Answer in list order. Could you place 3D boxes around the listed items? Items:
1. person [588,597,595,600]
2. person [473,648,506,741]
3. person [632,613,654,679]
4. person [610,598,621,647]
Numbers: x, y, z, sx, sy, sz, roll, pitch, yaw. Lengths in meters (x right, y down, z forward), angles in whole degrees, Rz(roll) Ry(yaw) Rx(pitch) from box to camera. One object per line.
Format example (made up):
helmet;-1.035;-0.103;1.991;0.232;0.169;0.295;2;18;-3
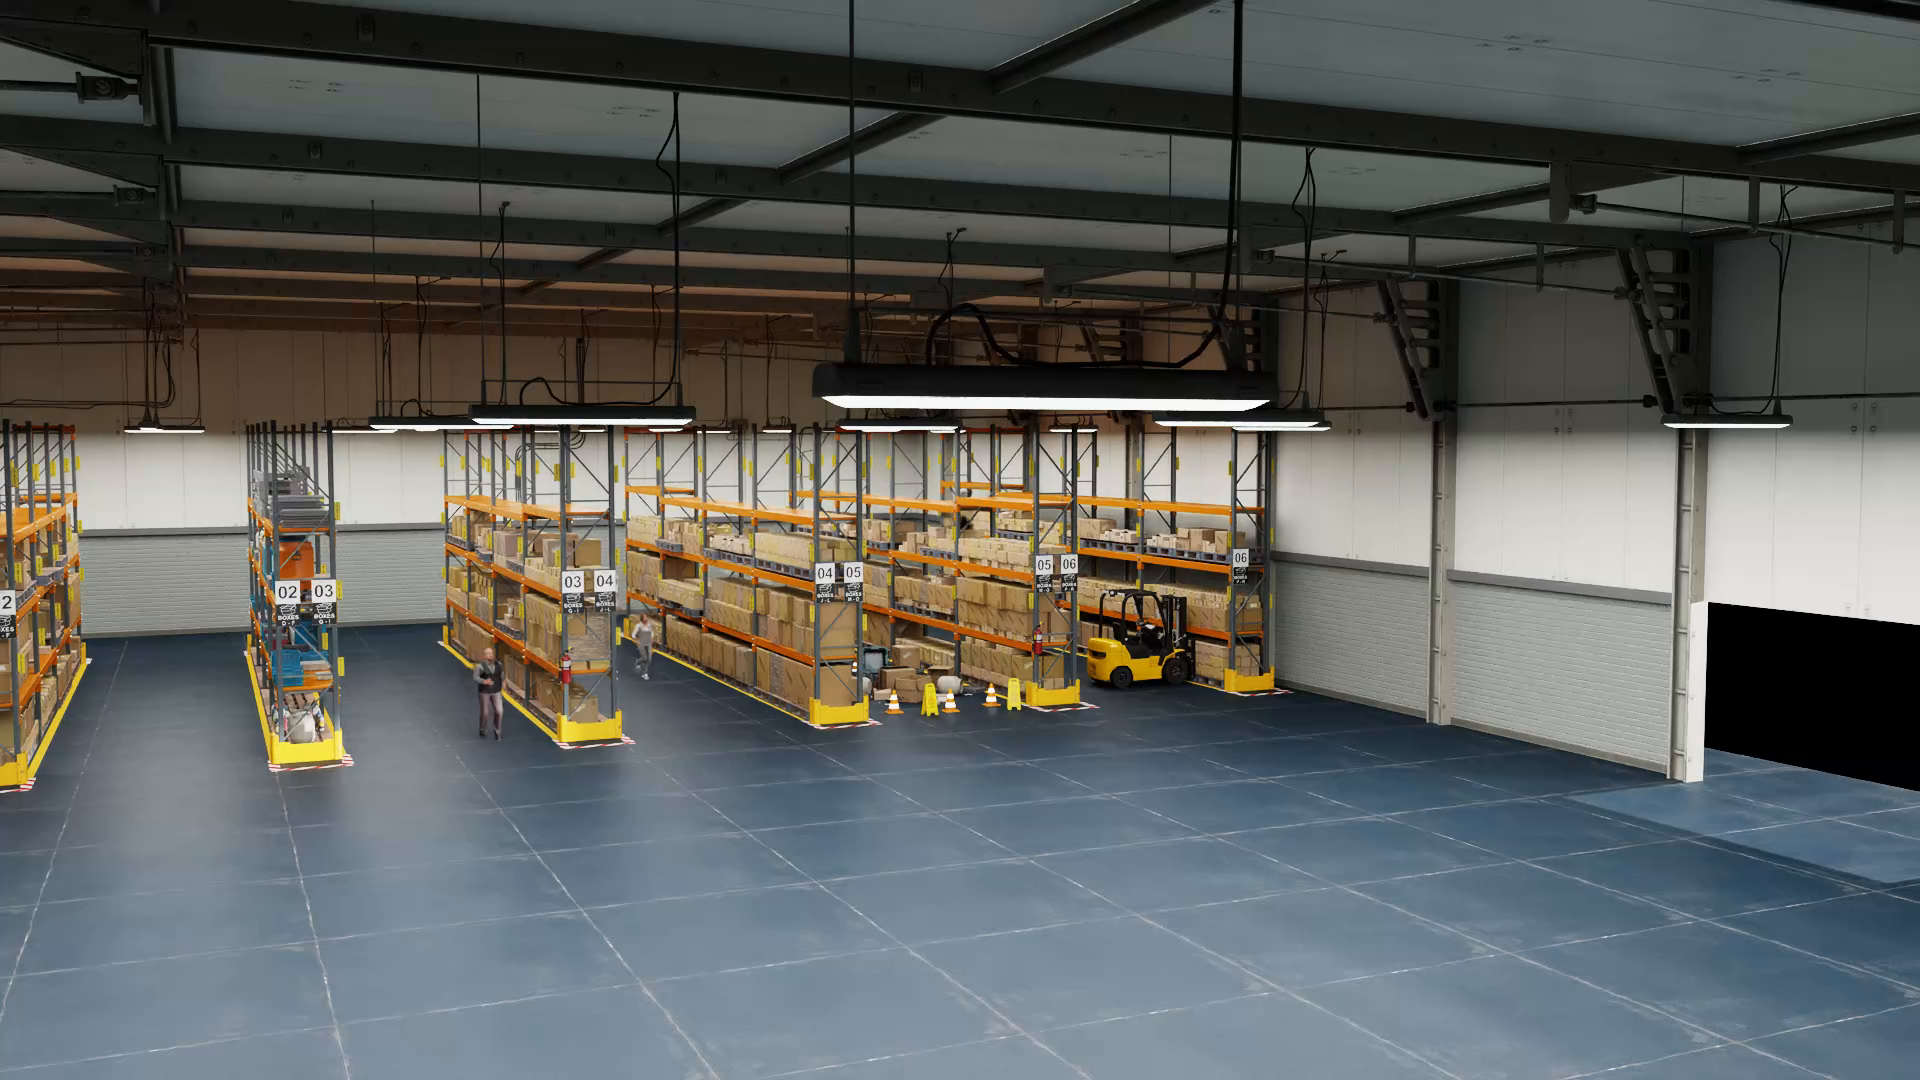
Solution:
person;-10.691;1.924;47.339;0.795;1.690;0.565;1;4;21
person;-8.830;2.928;31.275;0.675;1.799;0.748;-2;4;-33
person;-7.466;2.501;39.299;0.537;1.560;0.549;-2;4;-35
person;-9.341;2.138;44.435;0.573;1.736;0.733;-1;4;-22
